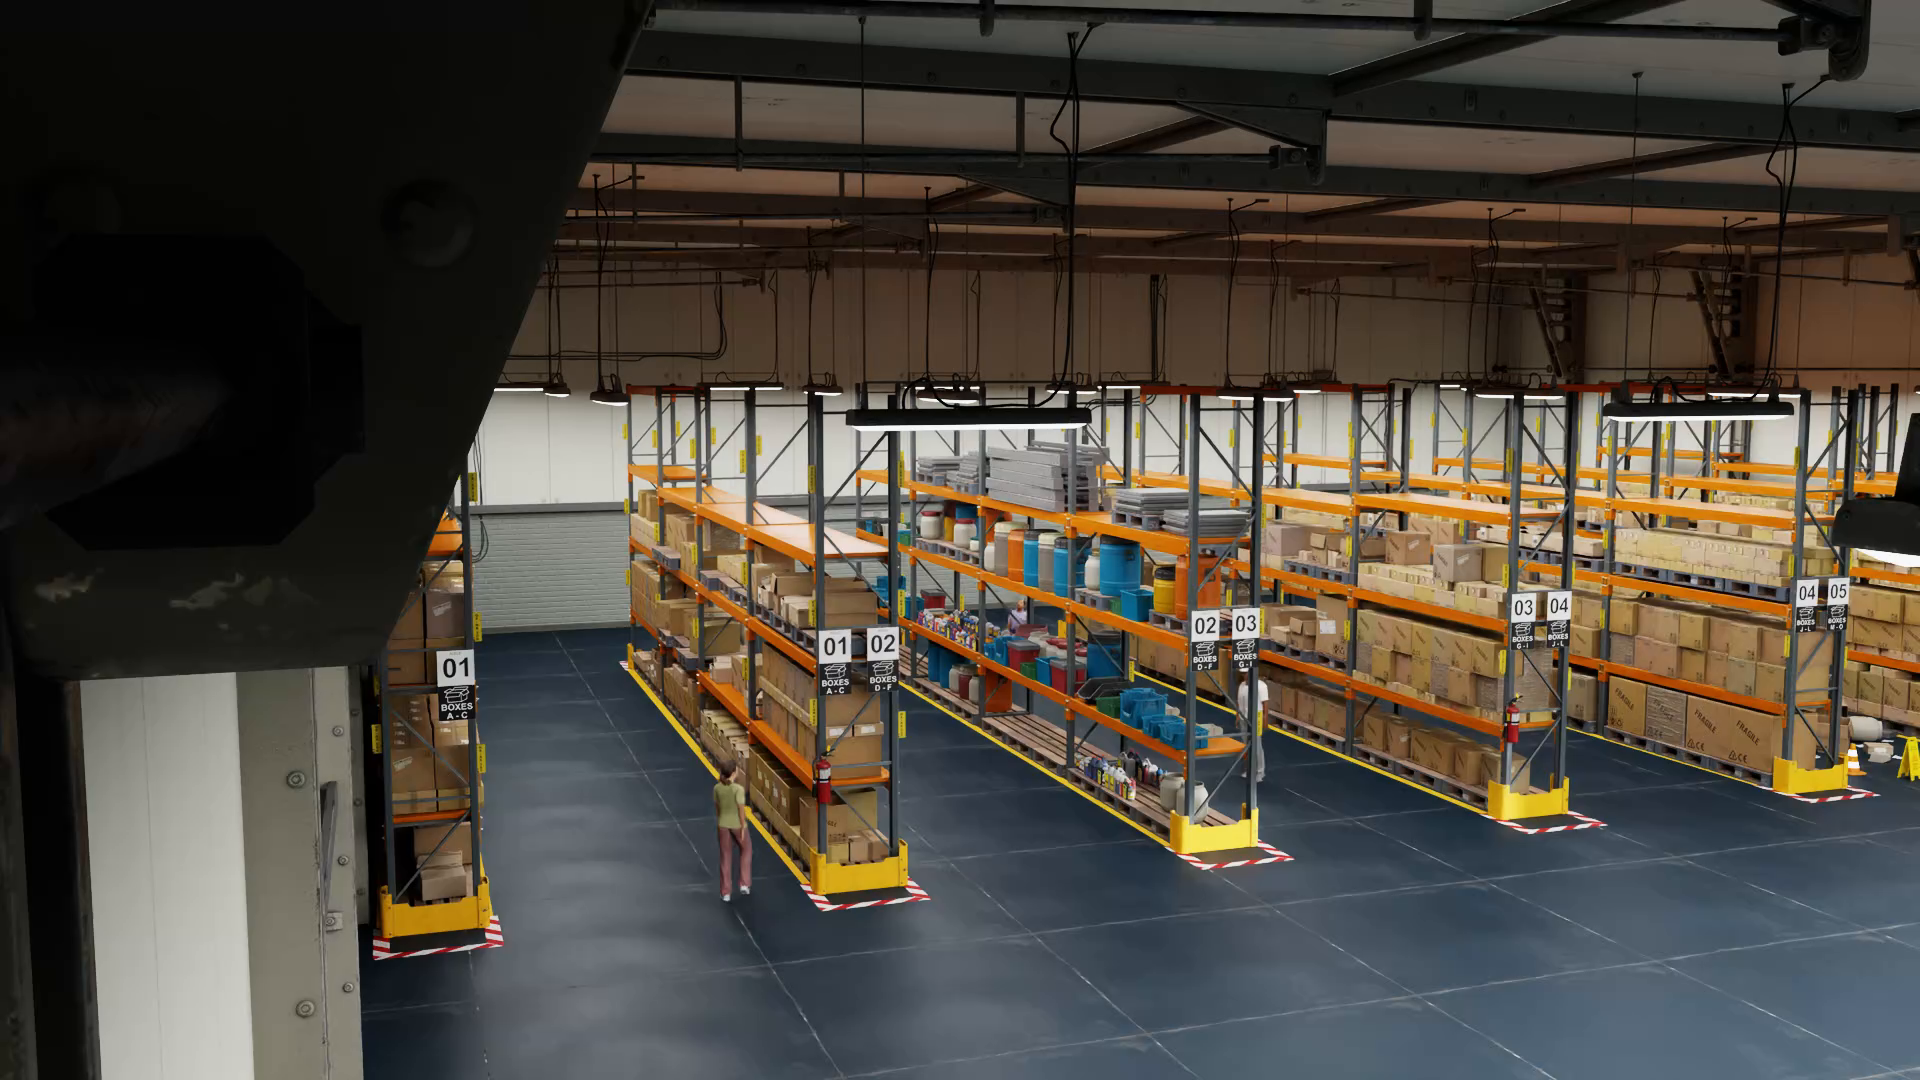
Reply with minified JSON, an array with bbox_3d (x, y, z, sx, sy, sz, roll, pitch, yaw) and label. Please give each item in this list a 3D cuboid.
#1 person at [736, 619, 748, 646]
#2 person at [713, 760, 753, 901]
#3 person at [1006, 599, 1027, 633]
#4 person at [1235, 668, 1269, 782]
[{"bbox_3d":[-4.735,1.826,35.446,0.545,1.659,1.067,-4,7,-31],"label":"person"},{"bbox_3d":[-2.730,3.473,19.864,0.441,1.727,0.564,1,6,9],"label":"person"},{"bbox_3d":[1.142,1.975,33.414,0.593,1.552,0.955,-2,6,-17],"label":"person"},{"bbox_3d":[4.502,2.812,25.771,0.392,1.825,0.628,-4,7,-34],"label":"person"}]
